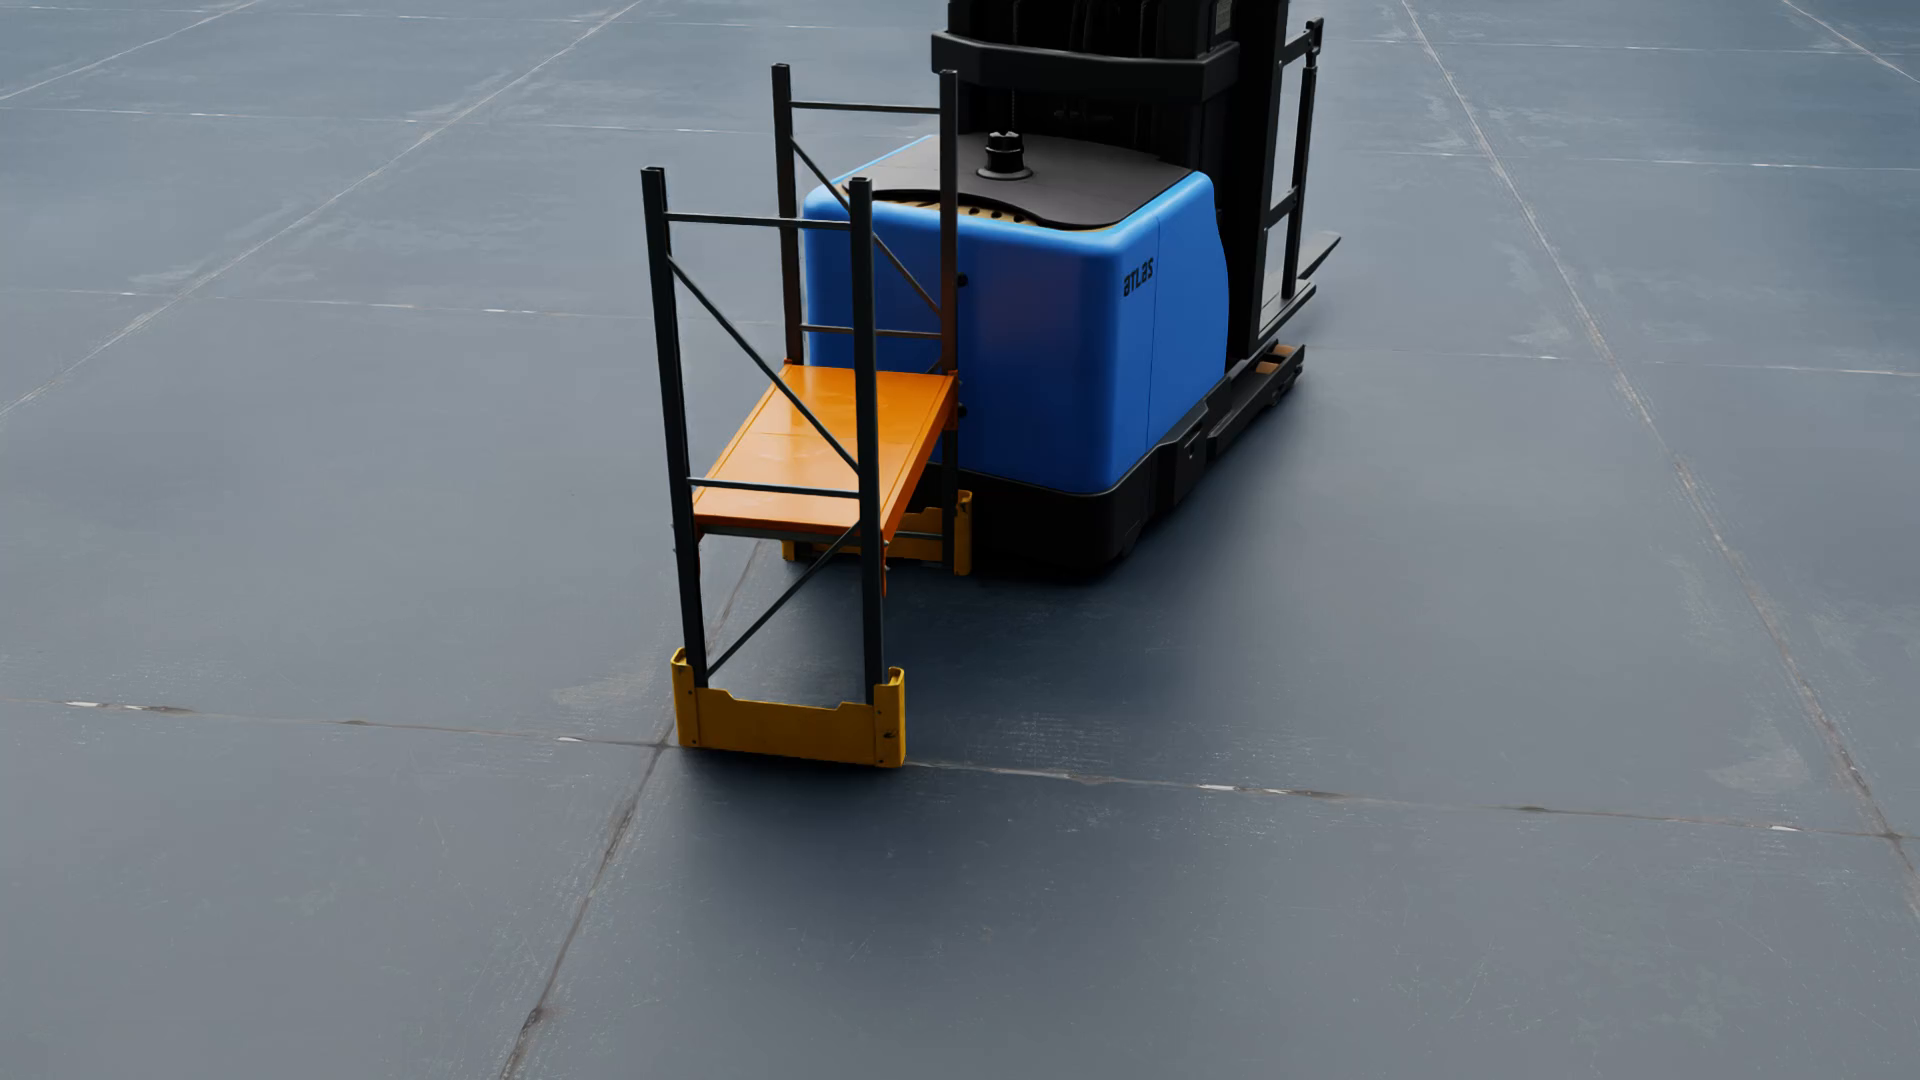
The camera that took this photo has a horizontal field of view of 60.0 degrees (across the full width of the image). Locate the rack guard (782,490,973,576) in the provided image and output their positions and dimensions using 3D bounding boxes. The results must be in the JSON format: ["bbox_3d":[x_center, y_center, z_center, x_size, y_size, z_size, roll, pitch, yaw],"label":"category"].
[{"bbox_3d":[-0.255,-0.042,5.064,0.587,0.250,0.087,5,29,9],"label":"rack guard"}]

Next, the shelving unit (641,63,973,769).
[{"bbox_3d":[-0.343,-0.360,4.336,0.587,1.500,1.083,5,29,9],"label":"shelving unit"}]

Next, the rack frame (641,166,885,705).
[{"bbox_3d":[-0.435,-0.118,3.888,0.500,1.500,0.032,5,29,9],"label":"rack frame"}]

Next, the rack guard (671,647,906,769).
[{"bbox_3d":[-0.431,0.423,4.201,0.587,0.250,0.087,5,29,9],"label":"rack guard"}]

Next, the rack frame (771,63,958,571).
[{"bbox_3d":[-0.255,-0.593,4.769,0.500,1.500,0.032,5,29,9],"label":"rack frame"}]

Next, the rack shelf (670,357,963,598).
[{"bbox_3d":[-0.345,-0.197,4.413,0.538,0.185,1.000,5,29,9],"label":"rack shelf"}]

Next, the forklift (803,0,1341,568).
[{"bbox_3d":[0.656,-1.875,5.641,1.130,2.935,3.031,14,31,24],"label":"forklift"}]
